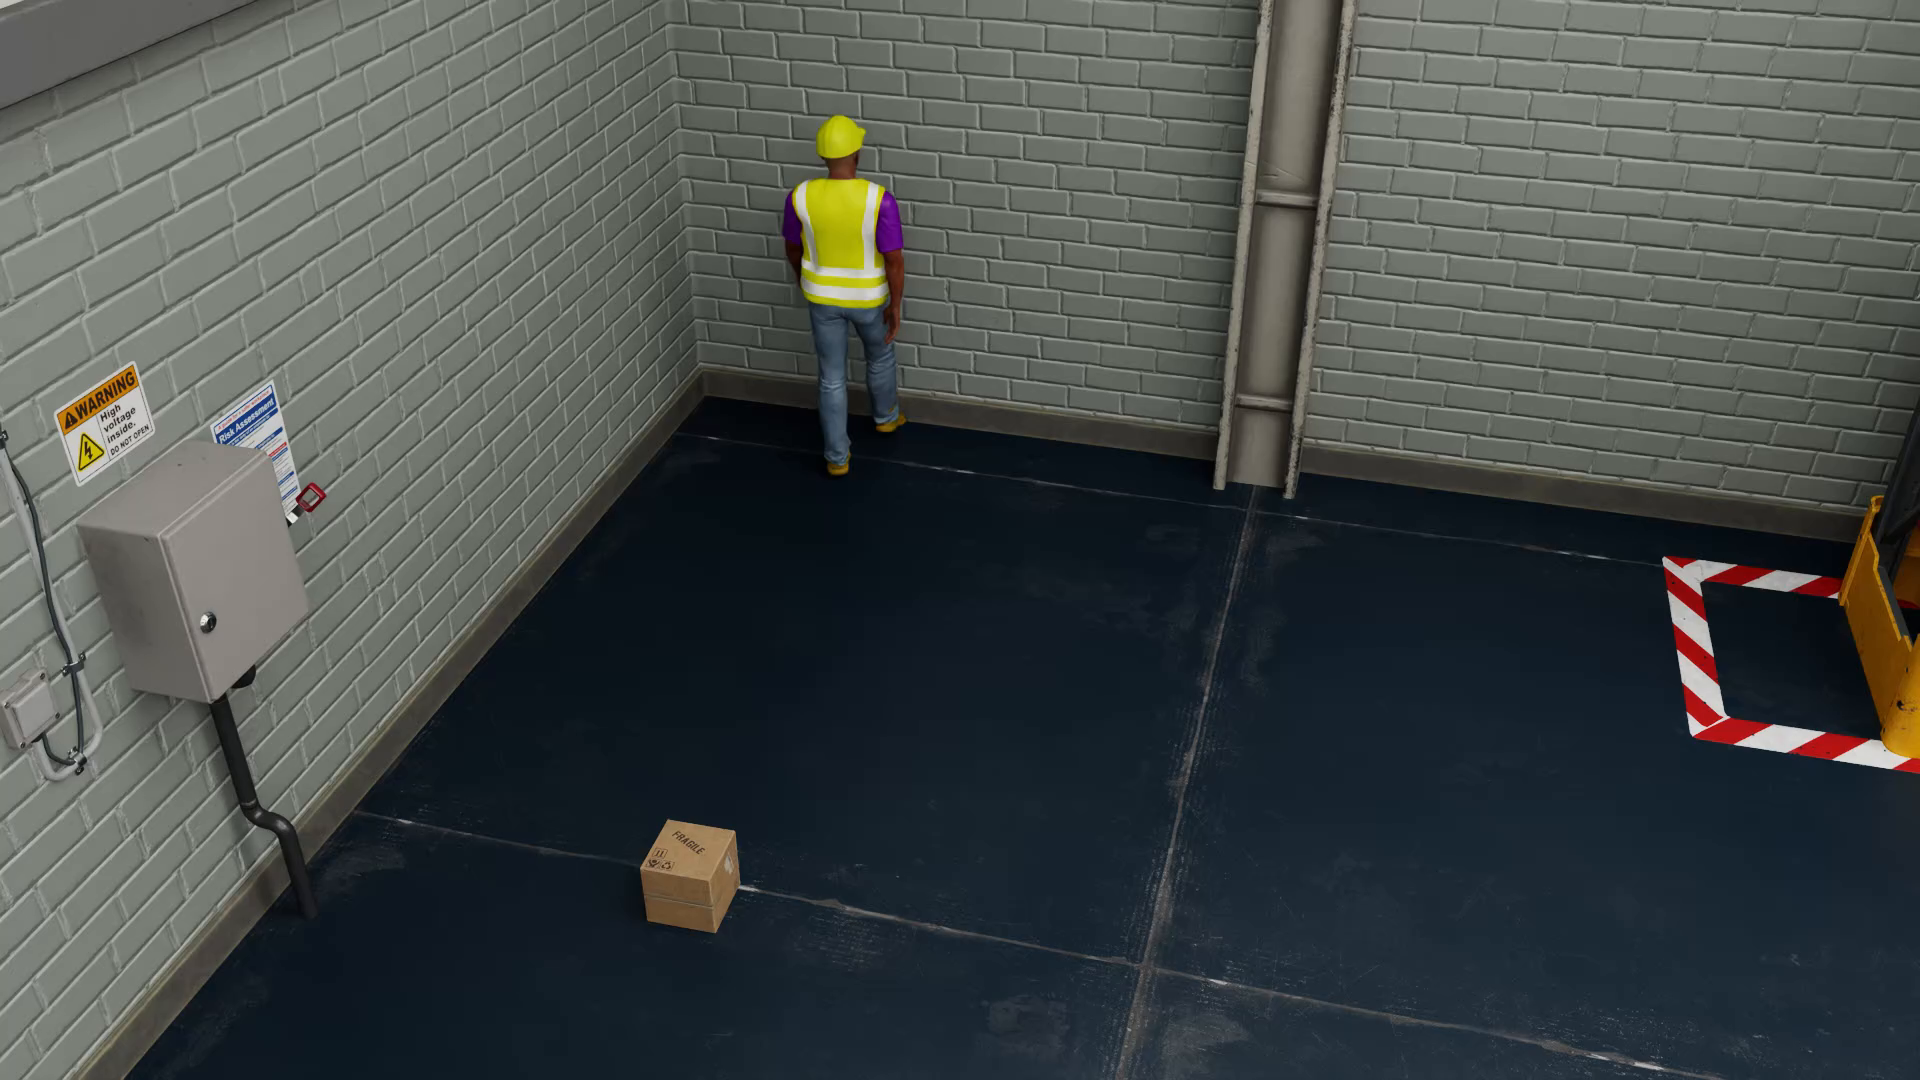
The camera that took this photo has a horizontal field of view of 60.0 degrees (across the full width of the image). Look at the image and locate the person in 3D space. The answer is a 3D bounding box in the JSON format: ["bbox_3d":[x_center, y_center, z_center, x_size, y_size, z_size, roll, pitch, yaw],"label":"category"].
[{"bbox_3d":[-0.534,-1.219,8.006,0.578,1.769,0.756,2,33,3],"label":"person"}]
